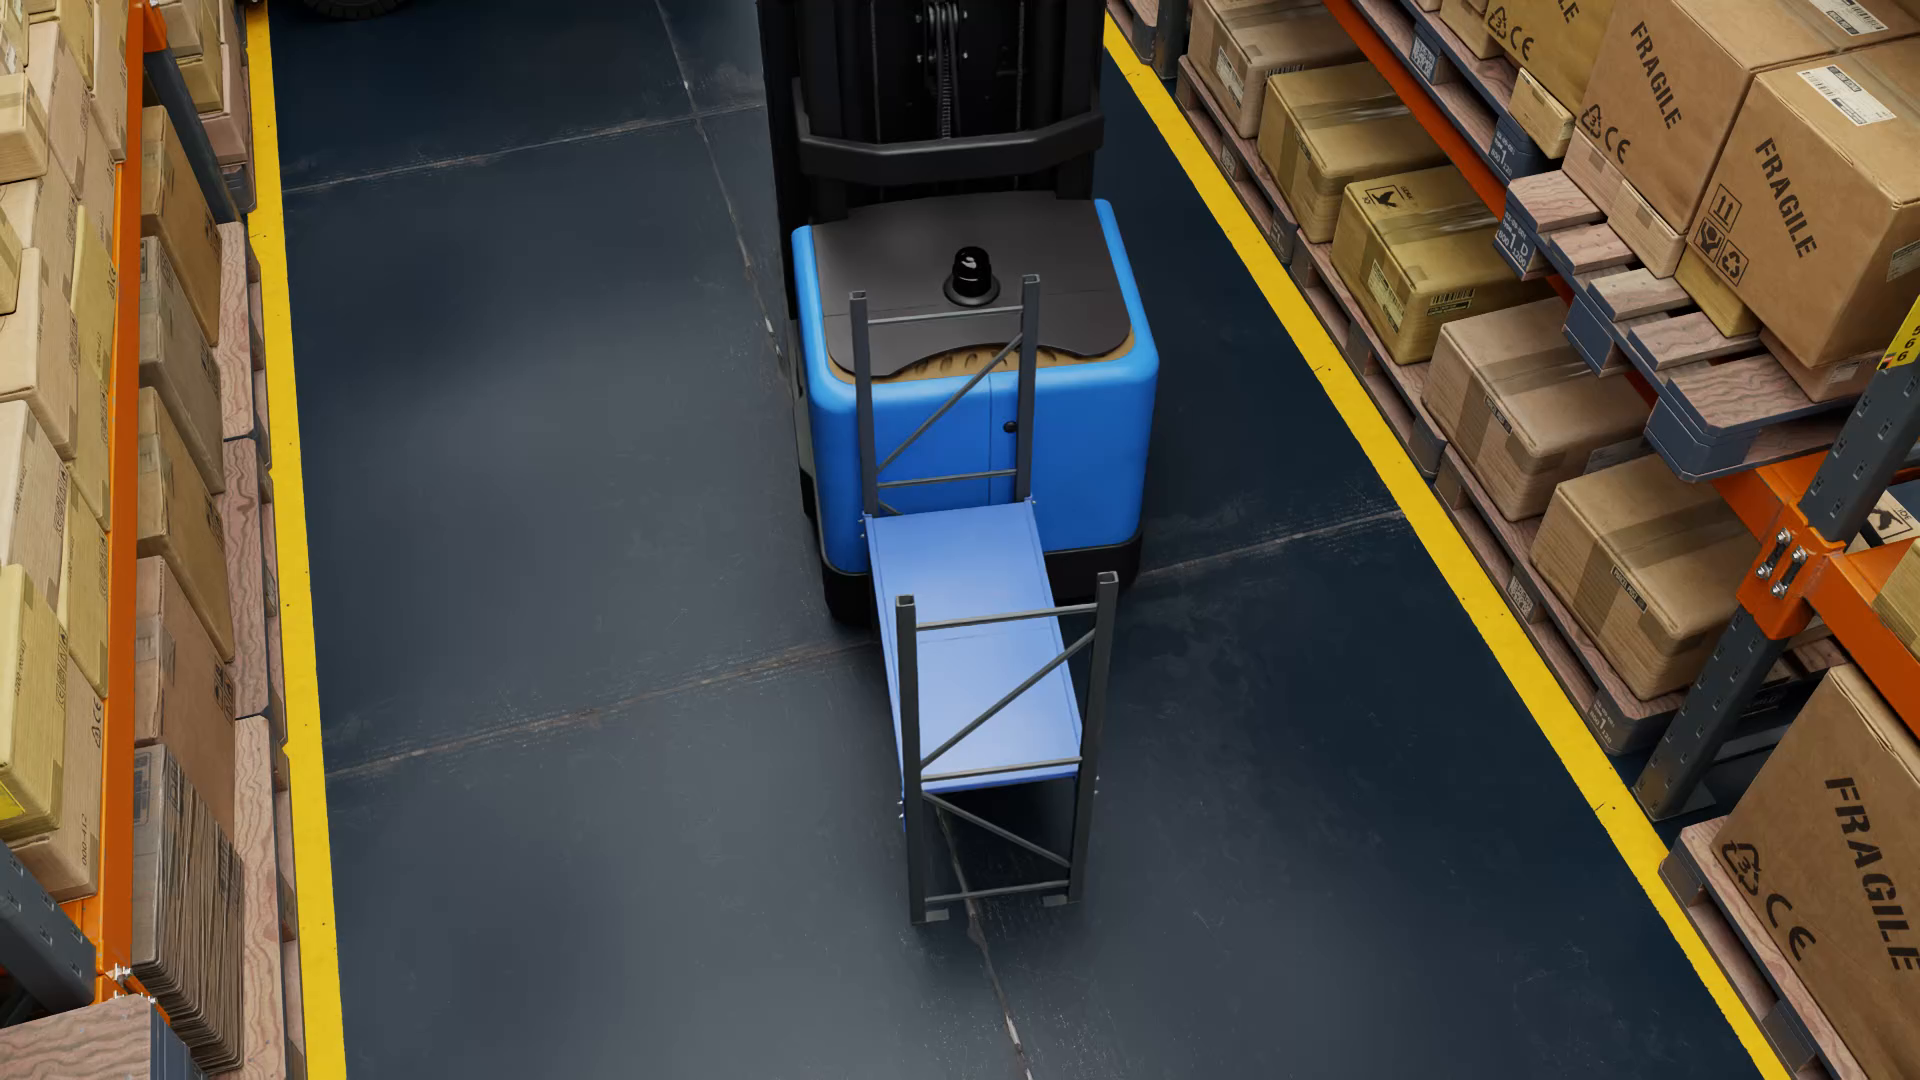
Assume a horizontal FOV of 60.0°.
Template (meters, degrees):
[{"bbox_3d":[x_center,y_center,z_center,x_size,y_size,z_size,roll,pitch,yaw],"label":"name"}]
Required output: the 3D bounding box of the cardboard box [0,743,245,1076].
[{"bbox_3d":[-2.361,1.030,4.198,0.875,0.625,0.625,-12,51,-10],"label":"cardboard box"}]

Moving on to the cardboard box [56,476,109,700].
[{"bbox_3d":[-2.231,0.159,3.752,0.500,0.250,0.500,-14,51,-12],"label":"cardboard box"}]

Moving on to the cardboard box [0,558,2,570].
[{"bbox_3d":[-2.083,0.123,3.194,0.380,0.149,0.250,-12,51,-10],"label":"cardboard box"}]

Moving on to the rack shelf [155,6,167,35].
[{"bbox_3d":[-3.964,-3.292,7.033,1.077,0.370,4.000,-13,51,-11],"label":"rack shelf"}]

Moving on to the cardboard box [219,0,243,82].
[{"bbox_3d":[-3.364,-2.107,7.088,0.500,0.250,0.500,-14,51,-12],"label":"cardboard box"}]

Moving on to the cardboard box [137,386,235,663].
[{"bbox_3d":[-2.761,0.063,5.013,0.875,0.625,0.625,-15,52,-12],"label":"cardboard box"}]

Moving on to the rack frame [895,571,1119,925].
[{"bbox_3d":[0.105,0.592,4.270,0.500,1.500,0.032,-6,50,-5],"label":"rack frame"}]

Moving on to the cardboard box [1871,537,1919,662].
[{"bbox_3d":[2.455,0.196,3.721,0.500,0.250,0.500,-14,51,-12],"label":"cardboard box"}]

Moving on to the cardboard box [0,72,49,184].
[{"bbox_3d":[-2.501,-1.002,4.143,0.380,0.149,0.250,-15,51,-12],"label":"cardboard box"}]

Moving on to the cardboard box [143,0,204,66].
[{"bbox_3d":[-3.216,-2.058,6.393,0.500,0.250,0.500,-14,51,-12],"label":"cardboard box"}]

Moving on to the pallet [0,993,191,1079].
[{"bbox_3d":[-1.922,1.400,2.733,1.213,0.211,1.003,-13,51,-11],"label":"pallet"}]

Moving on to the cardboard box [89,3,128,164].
[{"bbox_3d":[-2.820,-1.339,5.015,0.500,0.250,0.500,-14,51,-11],"label":"cardboard box"}]

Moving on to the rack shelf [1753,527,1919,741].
[{"bbox_3d":[3.142,1.426,3.056,1.077,0.370,4.000,-13,51,-11],"label":"rack shelf"}]

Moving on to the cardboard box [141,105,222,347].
[{"bbox_3d":[-3.208,-1.054,5.955,0.875,0.625,0.625,-11,51,-9],"label":"cardboard box"}]

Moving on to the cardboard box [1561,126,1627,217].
[{"bbox_3d":[1.897,-1.046,4.559,0.380,0.149,0.250,-16,52,-13],"label":"cardboard box"}]

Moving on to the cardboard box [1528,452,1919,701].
[{"bbox_3d":[2.393,0.030,5.206,0.950,0.372,0.625,-16,52,-13],"label":"cardboard box"}]

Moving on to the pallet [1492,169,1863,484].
[{"bbox_3d":[2.238,-0.701,4.504,1.213,0.211,1.003,-13,51,-11],"label":"pallet"}]

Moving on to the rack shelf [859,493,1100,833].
[{"bbox_3d":[0.033,0.323,4.732,0.538,0.185,1.000,-6,50,-5],"label":"rack shelf"}]

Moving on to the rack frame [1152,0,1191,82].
[{"bbox_3d":[1.368,-3.188,6.475,1.000,3.000,0.127,-13,51,-11],"label":"rack frame"}]

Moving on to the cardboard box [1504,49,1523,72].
[{"bbox_3d":[1.848,-1.456,4.905,0.380,0.149,0.250,-13,51,-11],"label":"cardboard box"}]

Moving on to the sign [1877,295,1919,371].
[{"bbox_3d":[2.035,-0.484,3.491,0.100,0.325,0.005,-13,51,-11],"label":"sign"}]

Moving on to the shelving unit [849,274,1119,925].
[{"bbox_3d":[0.033,0.207,4.595,0.538,1.500,1.048,-6,50,-5],"label":"shelving unit"}]

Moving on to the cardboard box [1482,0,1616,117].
[{"bbox_3d":[1.837,-1.542,4.554,0.500,0.500,0.500,-16,52,-13],"label":"cardboard box"}]

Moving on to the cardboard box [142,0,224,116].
[{"bbox_3d":[-3.221,-1.896,6.583,0.500,0.250,0.500,-14,51,-11],"label":"cardboard box"}]

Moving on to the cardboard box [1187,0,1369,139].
[{"bbox_3d":[1.526,-2.094,6.997,0.950,0.372,0.625,-13,51,-11],"label":"cardboard box"}]

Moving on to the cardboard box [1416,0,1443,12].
[{"bbox_3d":[1.589,-1.809,5.203,0.380,0.149,0.250,-12,51,-10],"label":"cardboard box"}]

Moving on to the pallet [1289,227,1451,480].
[{"bbox_3d":[1.964,-0.828,6.310,1.003,0.211,1.213,-13,51,-11],"label":"pallet"}]

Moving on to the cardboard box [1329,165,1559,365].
[{"bbox_3d":[1.949,-1.062,6.127,0.950,0.372,0.625,-12,51,-10],"label":"cardboard box"}]

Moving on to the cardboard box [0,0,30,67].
[{"bbox_3d":[-2.722,-1.362,4.447,0.380,0.149,0.250,-14,51,-12],"label":"cardboard box"}]

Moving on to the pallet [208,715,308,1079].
[{"bbox_3d":[-2.396,1.147,4.645,1.003,0.211,1.213,-13,51,-11],"label":"pallet"}]

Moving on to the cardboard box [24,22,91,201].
[{"bbox_3d":[-2.678,-1.126,4.508,0.500,0.250,0.500,-12,51,-10],"label":"cardboard box"}]

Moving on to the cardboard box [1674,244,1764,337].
[{"bbox_3d":[2.081,-0.686,4.256,0.380,0.149,0.250,-13,51,-10],"label":"cardboard box"}]

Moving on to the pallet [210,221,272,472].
[{"bbox_3d":[-3.117,-0.635,6.147,1.003,0.211,1.213,-13,51,-11],"label":"pallet"}]

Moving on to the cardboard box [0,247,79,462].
[{"bbox_3d":[-2.372,-0.386,3.884,0.500,0.250,0.500,-14,51,-12],"label":"cardboard box"}]

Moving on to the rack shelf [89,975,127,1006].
[{"bbox_3d":[-1.598,2.551,2.108,1.077,0.370,4.000,-13,51,-11],"label":"rack shelf"}]

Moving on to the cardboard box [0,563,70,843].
[{"bbox_3d":[-2.064,0.361,3.255,0.500,0.250,0.500,-13,51,-11],"label":"cardboard box"}]

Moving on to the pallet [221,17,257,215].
[{"bbox_3d":[-3.568,-1.754,7.091,1.003,0.211,1.213,-13,51,-11],"label":"pallet"}]

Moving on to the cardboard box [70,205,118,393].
[{"bbox_3d":[-2.542,-0.595,4.387,0.500,0.250,0.500,-12,51,-10],"label":"cardboard box"}]

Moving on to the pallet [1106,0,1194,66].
[{"bbox_3d":[1.136,-2.771,7.948,1.003,0.211,1.213,-13,51,-11],"label":"pallet"}]

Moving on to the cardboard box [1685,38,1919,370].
[{"bbox_3d":[2.151,-0.799,3.927,0.500,0.500,0.500,-15,51,-12],"label":"cardboard box"}]

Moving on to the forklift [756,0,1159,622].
[{"bbox_3d":[-0.123,-1.824,5.370,1.130,2.935,3.031,-6,50,-5],"label":"forklift"}]
